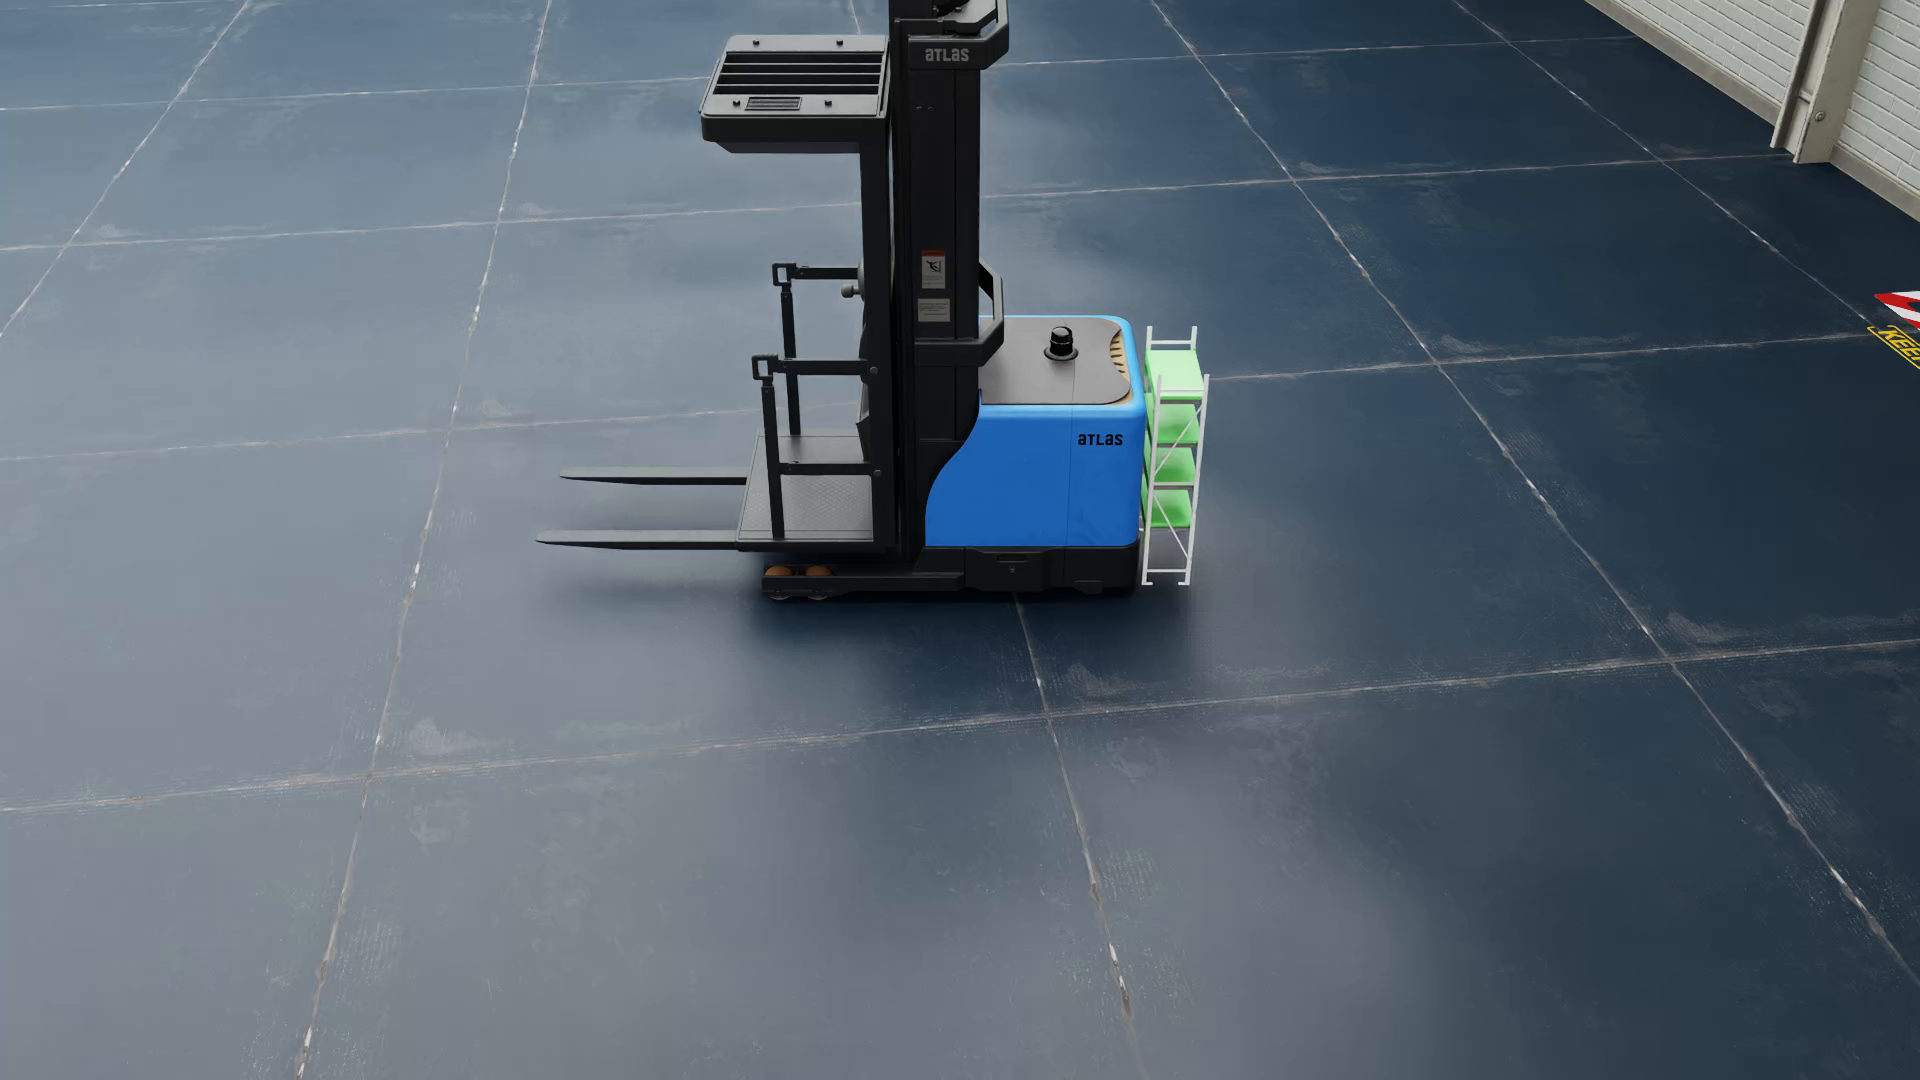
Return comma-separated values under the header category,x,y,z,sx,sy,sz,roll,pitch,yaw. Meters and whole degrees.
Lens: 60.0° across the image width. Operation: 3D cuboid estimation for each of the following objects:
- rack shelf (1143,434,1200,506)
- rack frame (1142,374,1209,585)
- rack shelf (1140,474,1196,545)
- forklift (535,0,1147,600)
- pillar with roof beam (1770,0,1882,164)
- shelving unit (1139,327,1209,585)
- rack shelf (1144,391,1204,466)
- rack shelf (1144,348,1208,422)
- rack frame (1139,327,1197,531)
category,x,y,z,sx,sy,sz,roll,pitch,yaw
rack shelf,1.040,-0.357,8.322,0.258,0.148,0.480,0,34,0
rack frame,1.040,-0.272,8.084,0.240,1.200,0.015,0,34,0
rack shelf,1.040,-0.158,8.457,0.258,0.148,0.480,0,34,0
forklift,-0.622,-1.212,7.925,3.031,2.935,1.130,0,34,0
pillar with roof beam,2.449,-6.480,10.268,9.100,9.000,0.400,-4,35,-6
shelving unit,1.040,-0.410,8.286,0.258,1.200,0.503,0,34,0
rack shelf,1.040,-0.555,8.186,0.258,0.148,0.480,0,34,0
rack shelf,1.040,-0.753,8.051,0.258,0.148,0.480,0,34,0
rack frame,1.041,-0.547,8.487,0.240,1.200,0.015,0,34,0
